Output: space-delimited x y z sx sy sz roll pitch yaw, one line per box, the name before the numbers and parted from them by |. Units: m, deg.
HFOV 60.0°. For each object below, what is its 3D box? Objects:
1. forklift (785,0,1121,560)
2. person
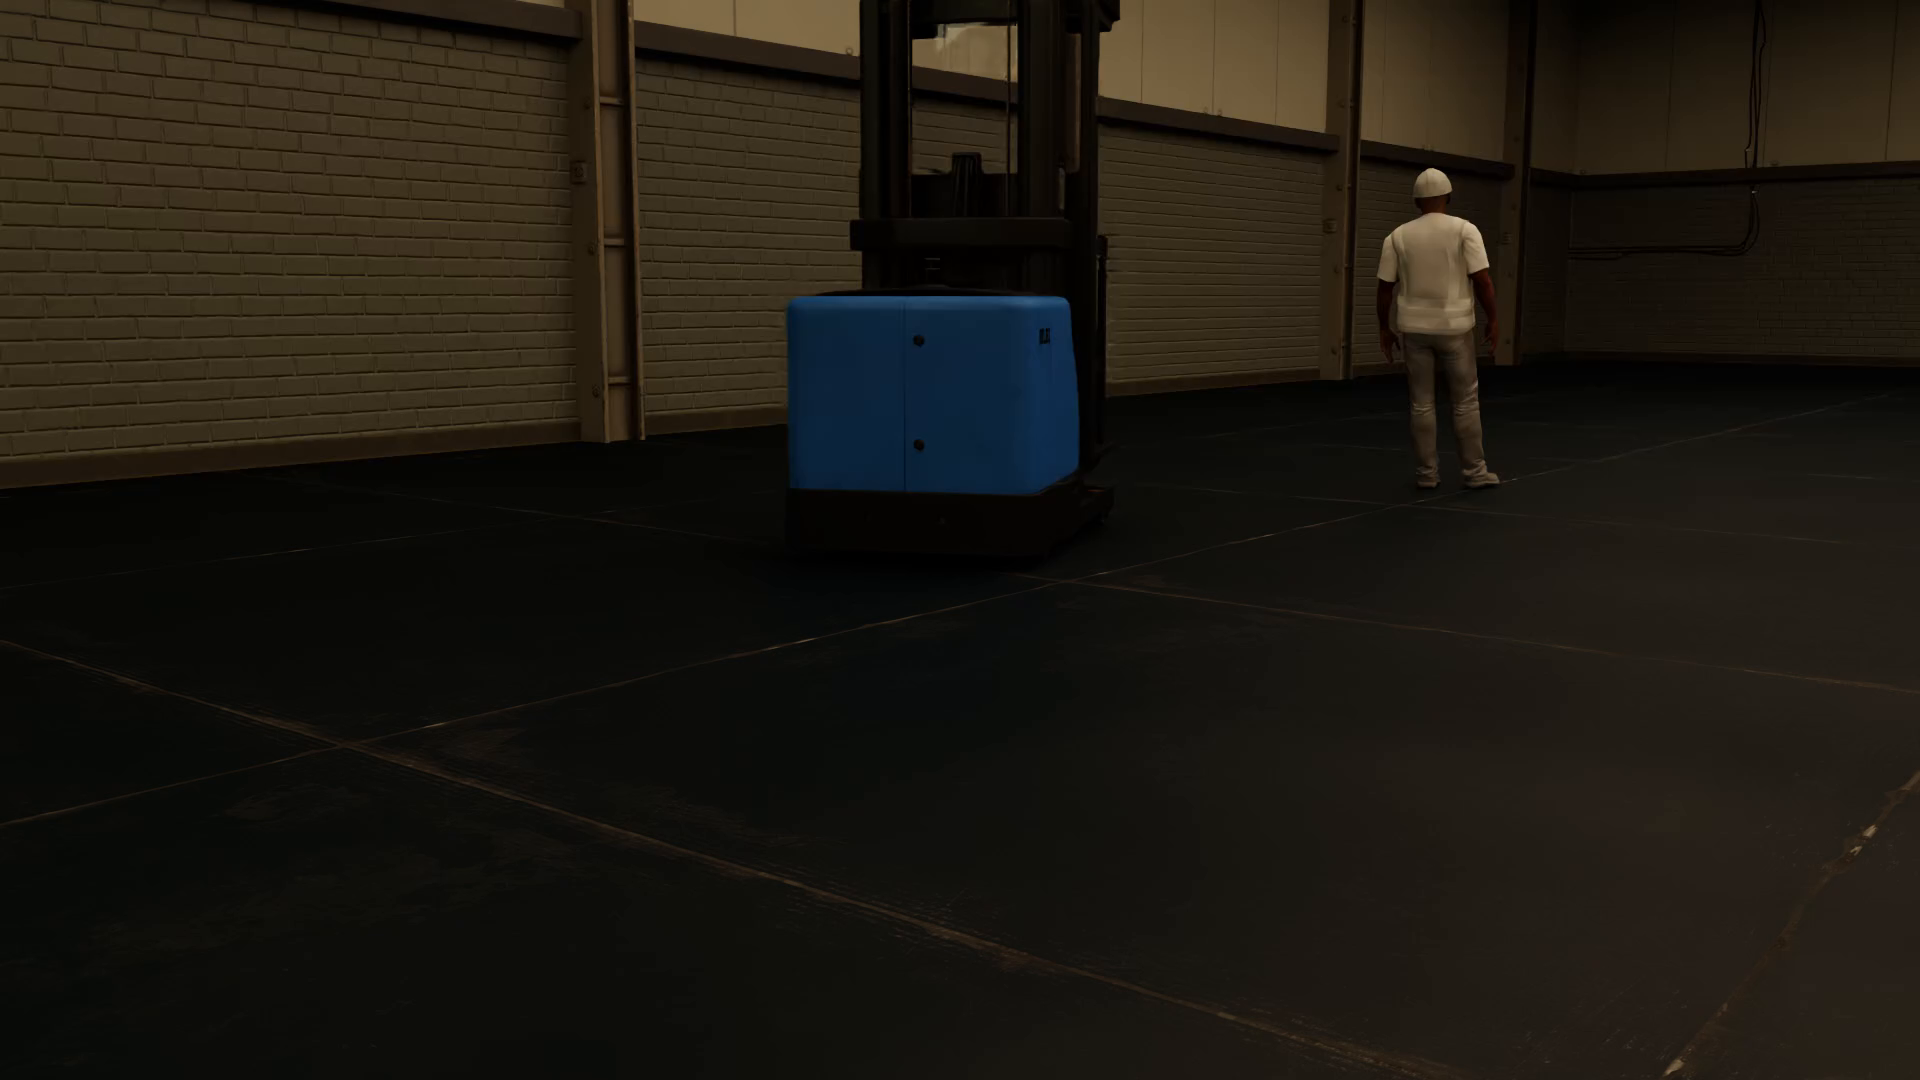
forklift | 0.140 -1.542 7.816 1.130 2.935 3.031 2 9 14
person | 2.694 -1.182 9.331 0.666 1.766 0.577 5 10 30
